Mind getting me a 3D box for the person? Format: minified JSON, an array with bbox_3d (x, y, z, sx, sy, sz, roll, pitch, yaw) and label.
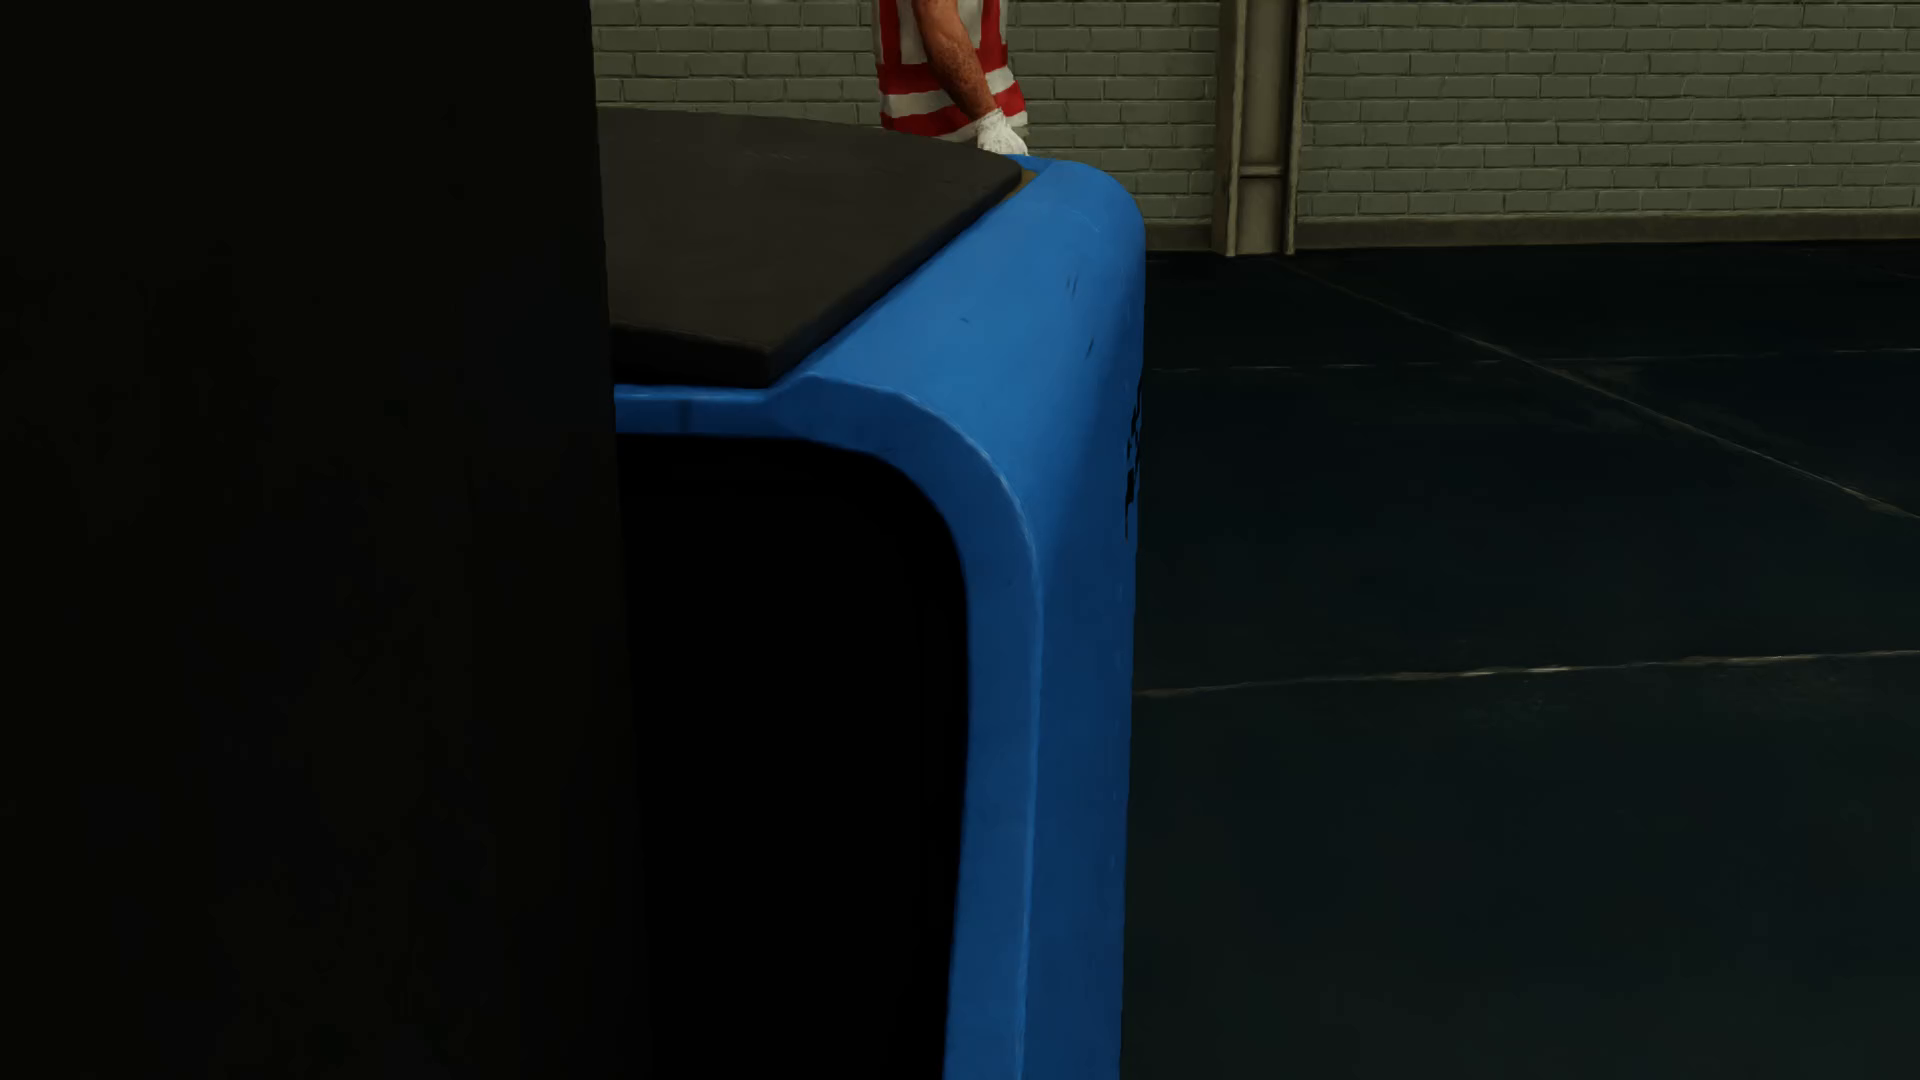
[{"bbox_3d":[0.081,-0.863,3.706,0.563,1.787,0.637,-2,17,-8],"label":"person"}]
